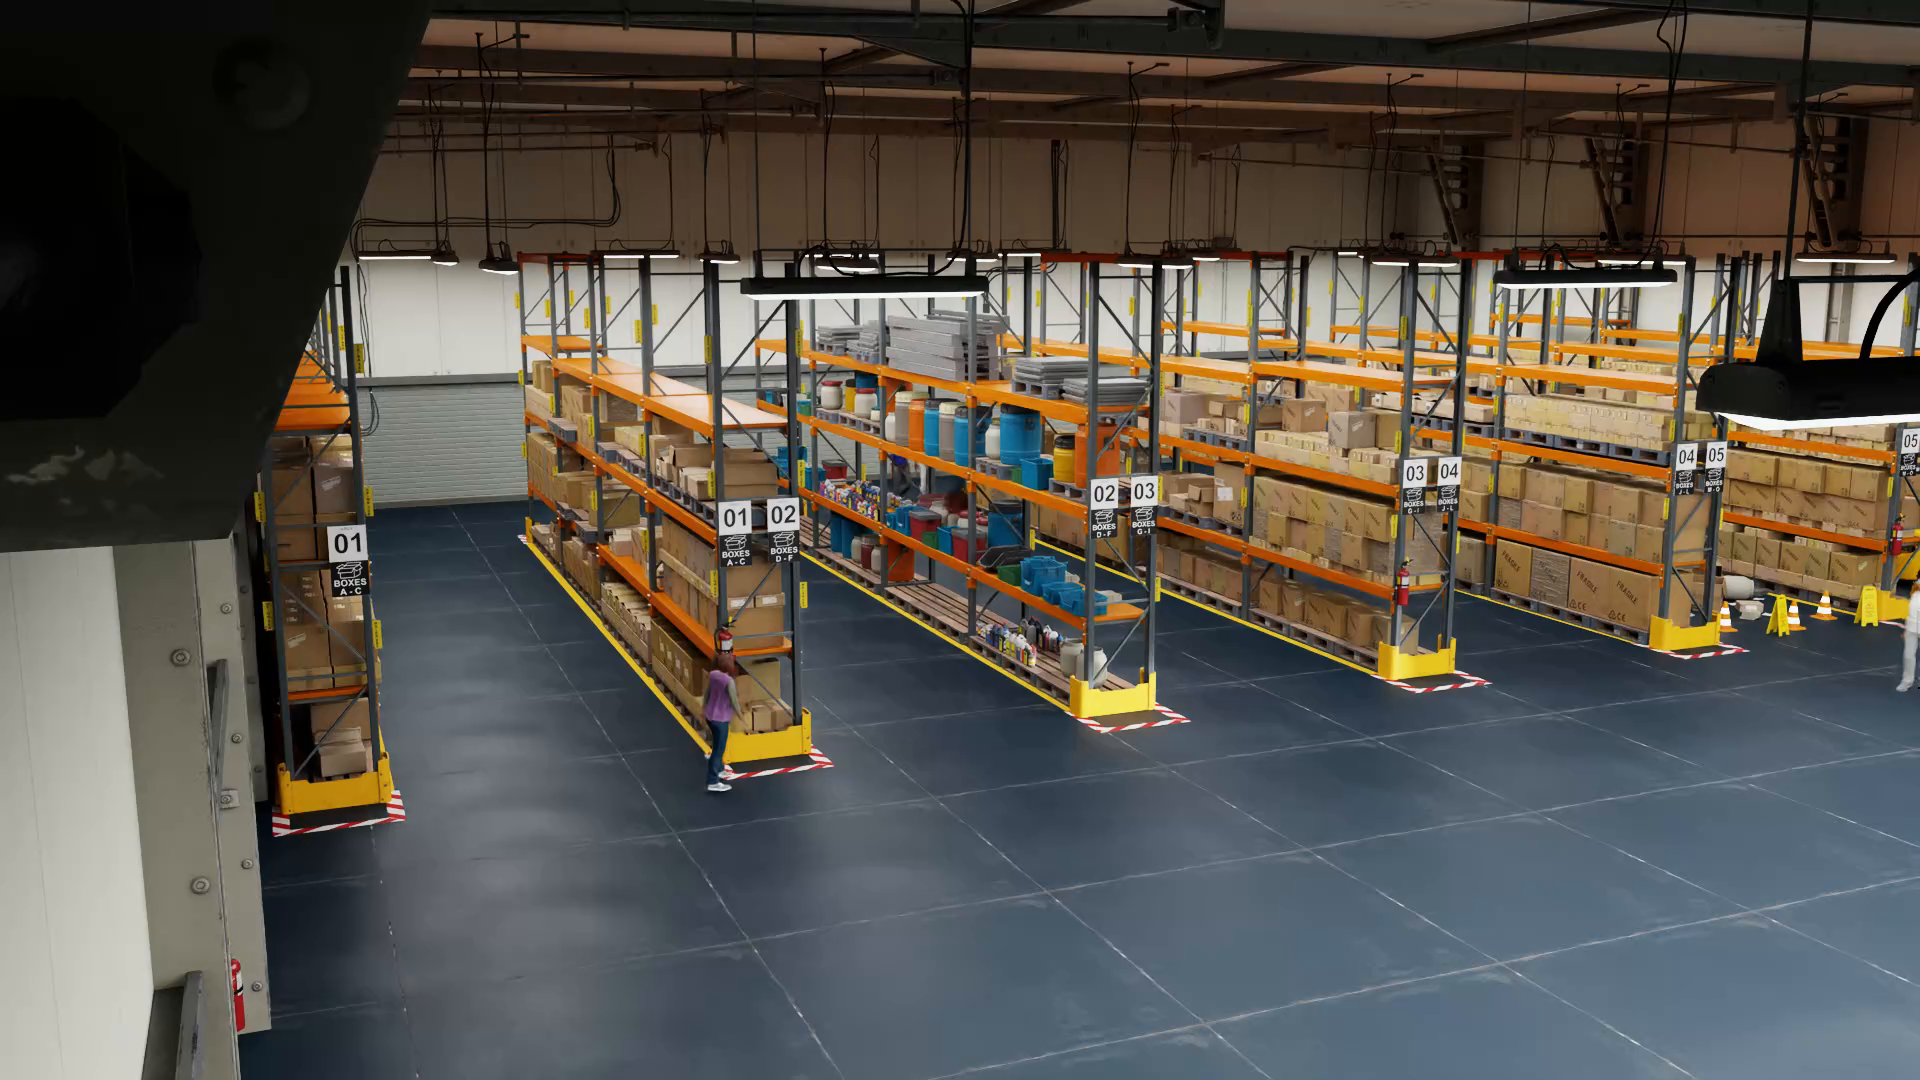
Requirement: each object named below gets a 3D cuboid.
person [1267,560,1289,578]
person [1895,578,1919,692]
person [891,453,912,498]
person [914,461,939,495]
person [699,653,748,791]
[{"bbox_3d":[5.896,-0.112,30.772,0.521,1.807,0.382,5,12,26],"label":"person"},{"bbox_3d":[13.448,1.314,23.262,0.495,1.696,0.429,9,13,39],"label":"person"},{"bbox_3d":[-1.432,-1.625,39.316,0.440,1.663,0.462,10,14,42],"label":"person"},{"bbox_3d":[-0.801,-1.874,40.531,0.631,1.728,1.039,0,10,-2],"label":"person"},{"bbox_3d":[-2.785,2.090,19.304,0.537,1.599,0.576,-8,13,-37],"label":"person"}]
